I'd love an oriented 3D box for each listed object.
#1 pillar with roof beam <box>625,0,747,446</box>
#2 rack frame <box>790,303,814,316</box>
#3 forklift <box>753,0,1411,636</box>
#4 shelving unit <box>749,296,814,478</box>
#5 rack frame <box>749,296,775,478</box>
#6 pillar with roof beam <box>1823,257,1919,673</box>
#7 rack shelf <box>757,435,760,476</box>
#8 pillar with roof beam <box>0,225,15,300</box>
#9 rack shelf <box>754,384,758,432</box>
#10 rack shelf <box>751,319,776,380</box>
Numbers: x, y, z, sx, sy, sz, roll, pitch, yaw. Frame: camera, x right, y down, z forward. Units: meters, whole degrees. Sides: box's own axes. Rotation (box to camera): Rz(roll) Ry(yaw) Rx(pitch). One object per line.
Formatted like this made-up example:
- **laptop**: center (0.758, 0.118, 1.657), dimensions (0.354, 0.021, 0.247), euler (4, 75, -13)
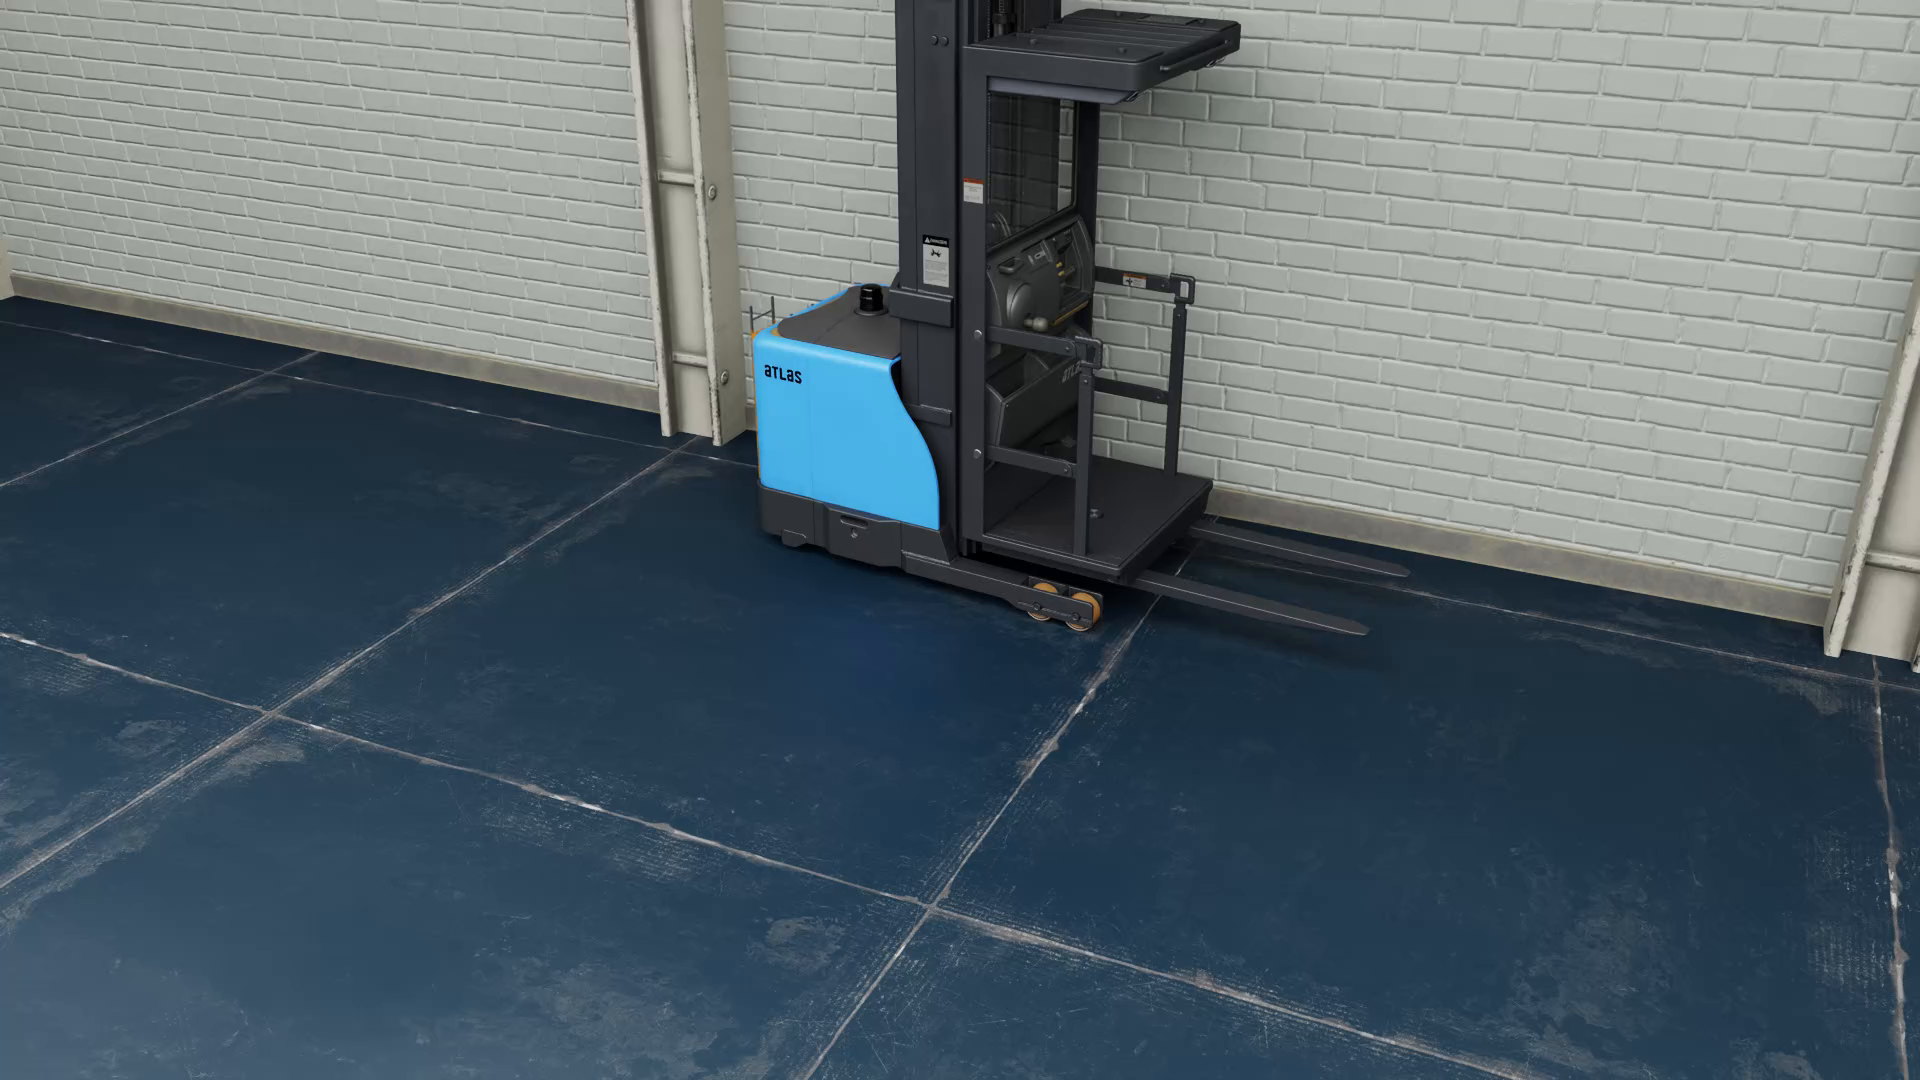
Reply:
- **pillar with roof beam**: center (-3.238, -2.930, 4.013), dimensions (0.400, 9.000, 9.100), euler (11, 28, 22)
- **rack frame**: center (-0.778, -0.666, 8.414), dimensions (0.008, 1.050, 0.200), euler (14, 30, 26)
- **forklift**: center (0.546, -1.177, 7.323), dimensions (3.031, 2.935, 1.130), euler (14, 30, 26)
- **shelving unit**: center (-0.884, -0.693, 8.469), dimensions (0.252, 1.050, 0.215), euler (14, 30, 26)
- **rack frame**: center (-0.990, -0.720, 8.523), dimensions (0.008, 1.050, 0.200), euler (14, 30, 26)
- **pillar with roof beam**: center (2.224, -1.833, 1.784), dimensions (0.400, 9.000, 9.100), euler (11, 28, 22)
- **rack shelf**: center (-0.884, -0.434, 8.596), dimensions (0.240, 0.259, 0.215), euler (14, 30, 26)
- **pillar with roof beam**: center (-8.700, -4.027, 6.241), dimensions (0.400, 9.000, 9.100), euler (11, 28, 22)
- **rack shelf**: center (-0.884, -0.683, 8.473), dimensions (0.240, 0.259, 0.215), euler (14, 30, 26)
- **rack shelf**: center (-0.884, -0.938, 8.348), dimensions (0.240, 0.259, 0.215), euler (14, 30, 26)
